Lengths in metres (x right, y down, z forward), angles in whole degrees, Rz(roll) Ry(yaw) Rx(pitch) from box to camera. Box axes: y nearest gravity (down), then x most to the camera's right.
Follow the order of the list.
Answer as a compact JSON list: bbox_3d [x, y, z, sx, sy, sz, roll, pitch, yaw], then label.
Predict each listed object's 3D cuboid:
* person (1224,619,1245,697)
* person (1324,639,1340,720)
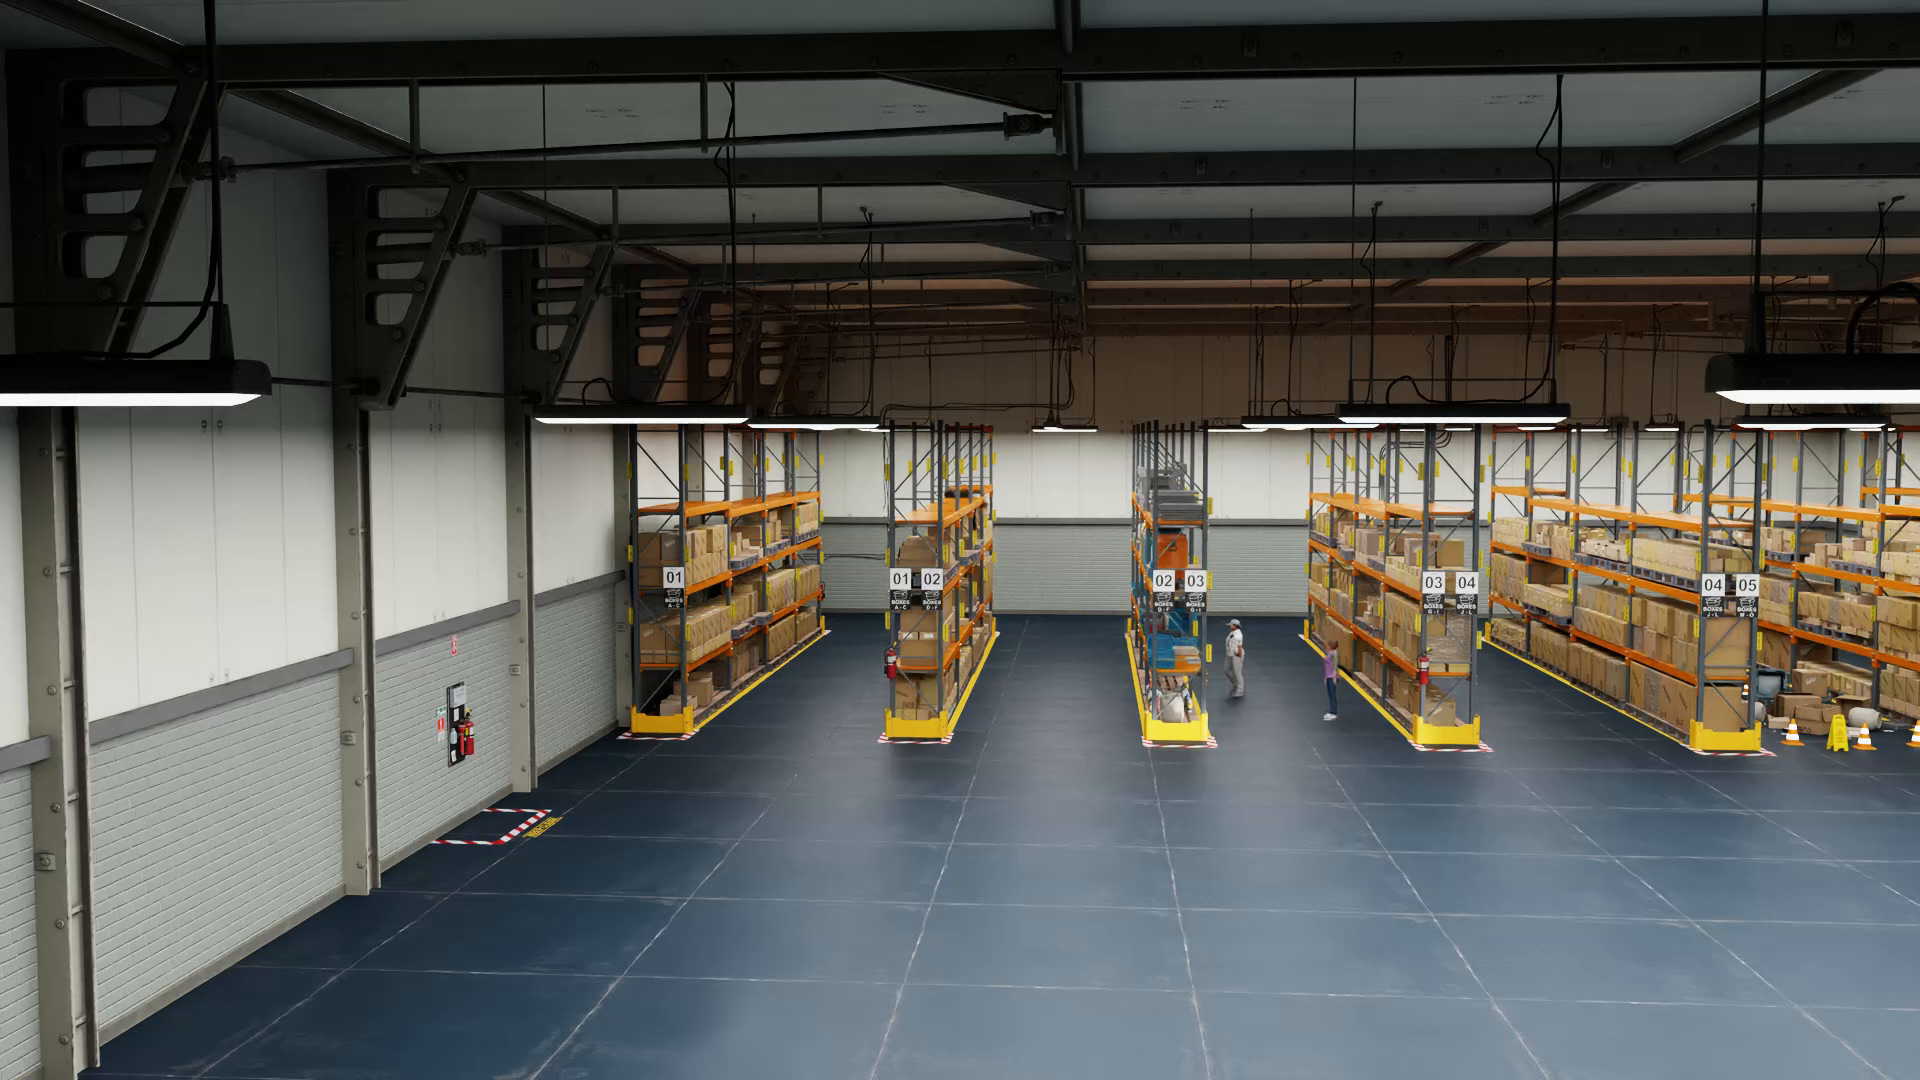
[{"bbox_3d":[6.037,2.578,36.480,0.433,1.684,0.609,-1,4,-10],"label":"person"},{"bbox_3d":[7.477,2.802,33.550,0.379,1.610,0.516,0,4,-2],"label":"person"}]
